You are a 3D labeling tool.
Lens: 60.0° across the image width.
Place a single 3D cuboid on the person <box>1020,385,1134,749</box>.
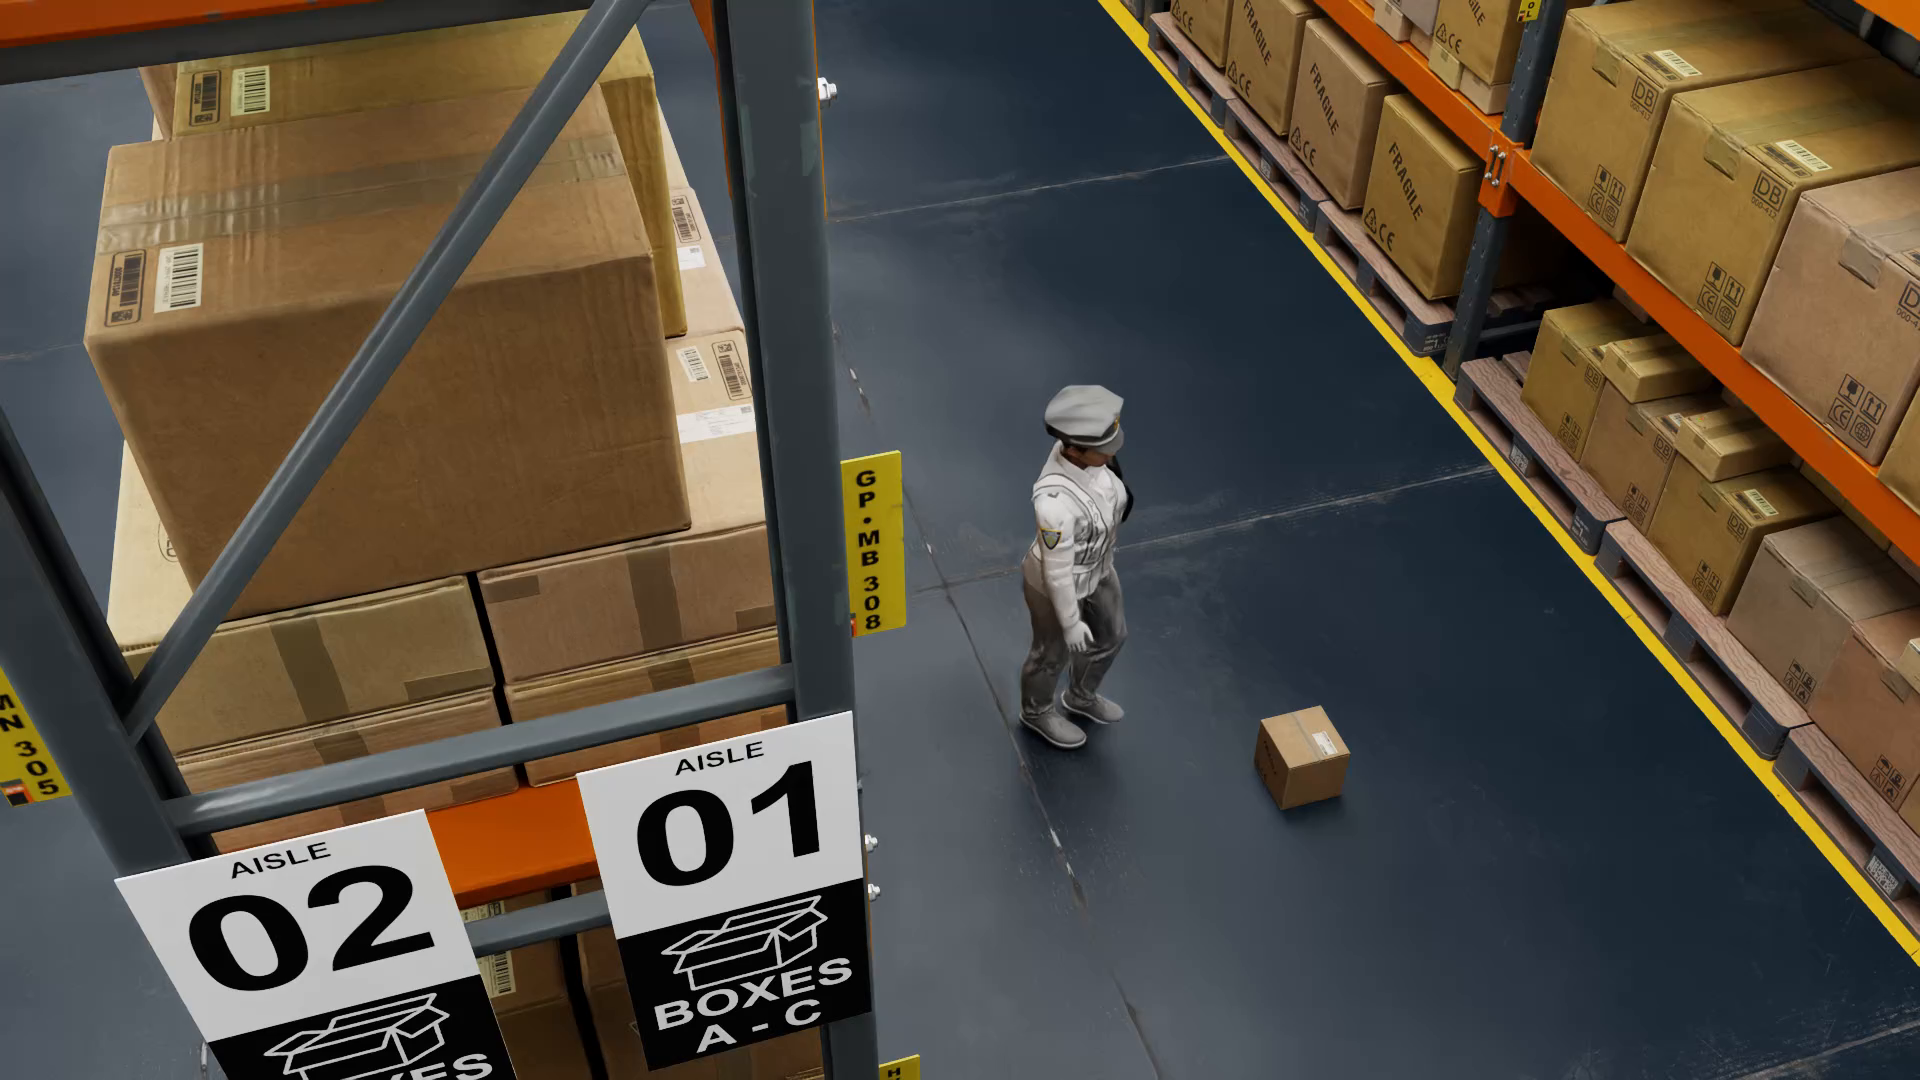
[{"bbox_3d":[0.404,0.161,5.994,0.362,1.716,0.489,19,46,20],"label":"person"}]
